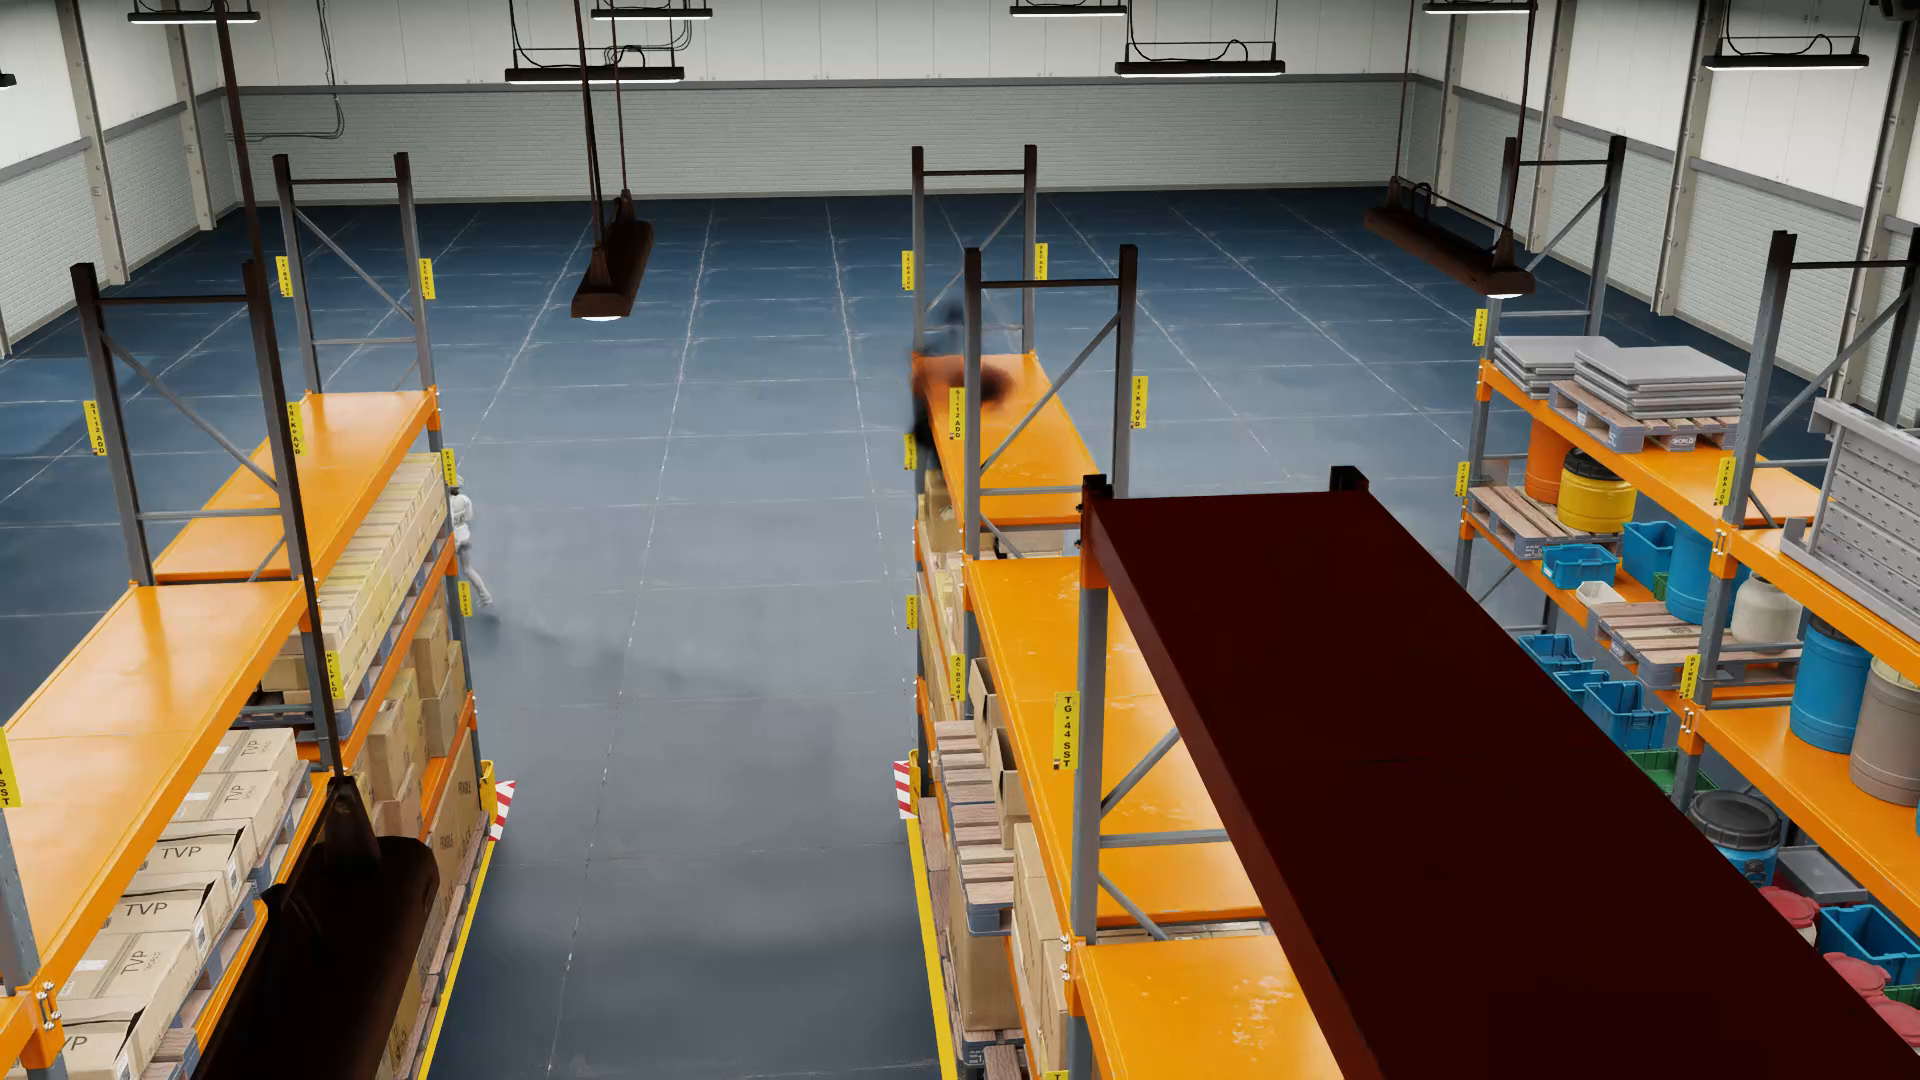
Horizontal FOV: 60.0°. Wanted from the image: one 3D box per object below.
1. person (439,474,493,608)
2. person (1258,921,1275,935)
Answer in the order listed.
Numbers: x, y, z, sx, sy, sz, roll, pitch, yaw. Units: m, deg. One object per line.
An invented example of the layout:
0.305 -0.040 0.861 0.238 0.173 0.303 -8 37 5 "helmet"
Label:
-5.867 0.037 19.258 0.928 1.696 0.620 15 26 33 "person"
2.419 2.563 12.808 0.675 1.841 0.775 -3 22 -6 "person"
